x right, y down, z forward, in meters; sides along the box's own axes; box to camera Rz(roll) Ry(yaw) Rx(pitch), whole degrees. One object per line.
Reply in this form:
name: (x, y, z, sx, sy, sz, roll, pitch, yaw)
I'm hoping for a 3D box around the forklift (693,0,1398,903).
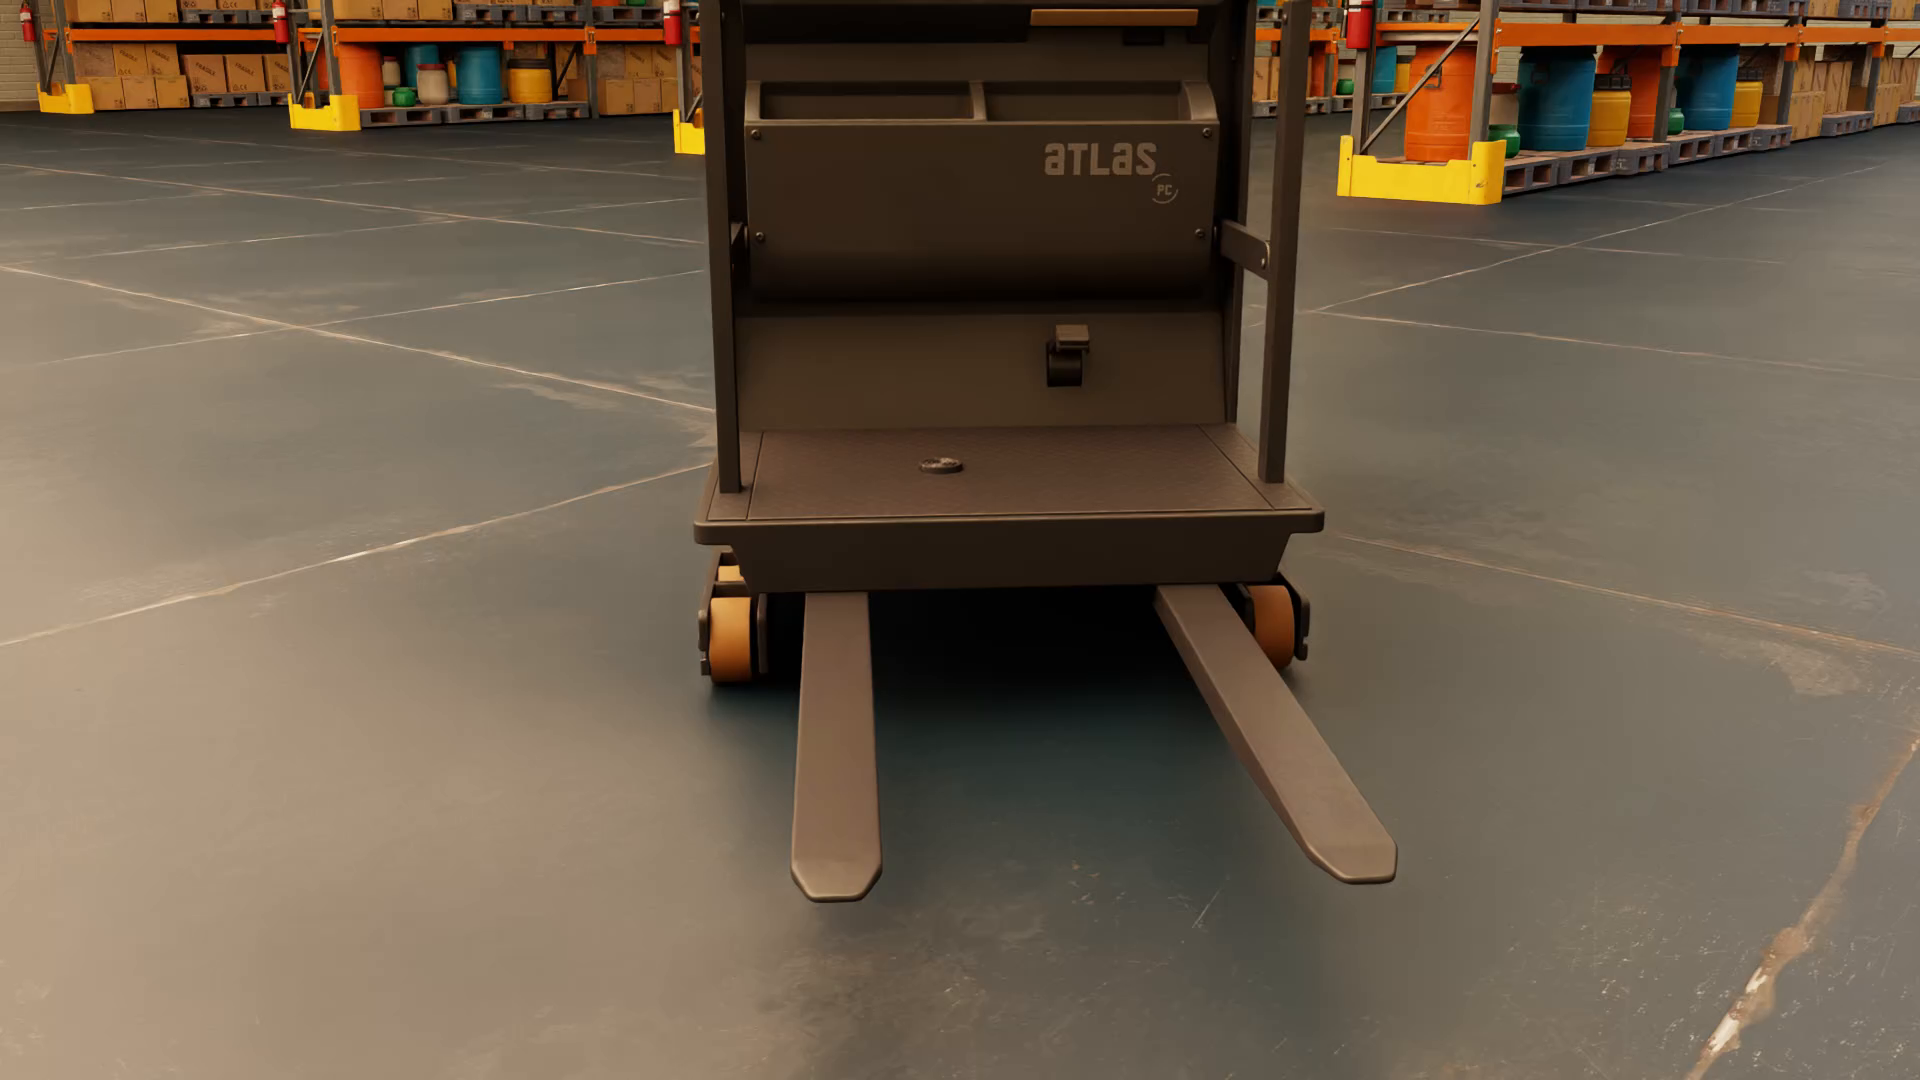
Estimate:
forklift: (0.060, -1.234, 2.963, 1.130, 2.935, 3.031, -1, 17, -4)
